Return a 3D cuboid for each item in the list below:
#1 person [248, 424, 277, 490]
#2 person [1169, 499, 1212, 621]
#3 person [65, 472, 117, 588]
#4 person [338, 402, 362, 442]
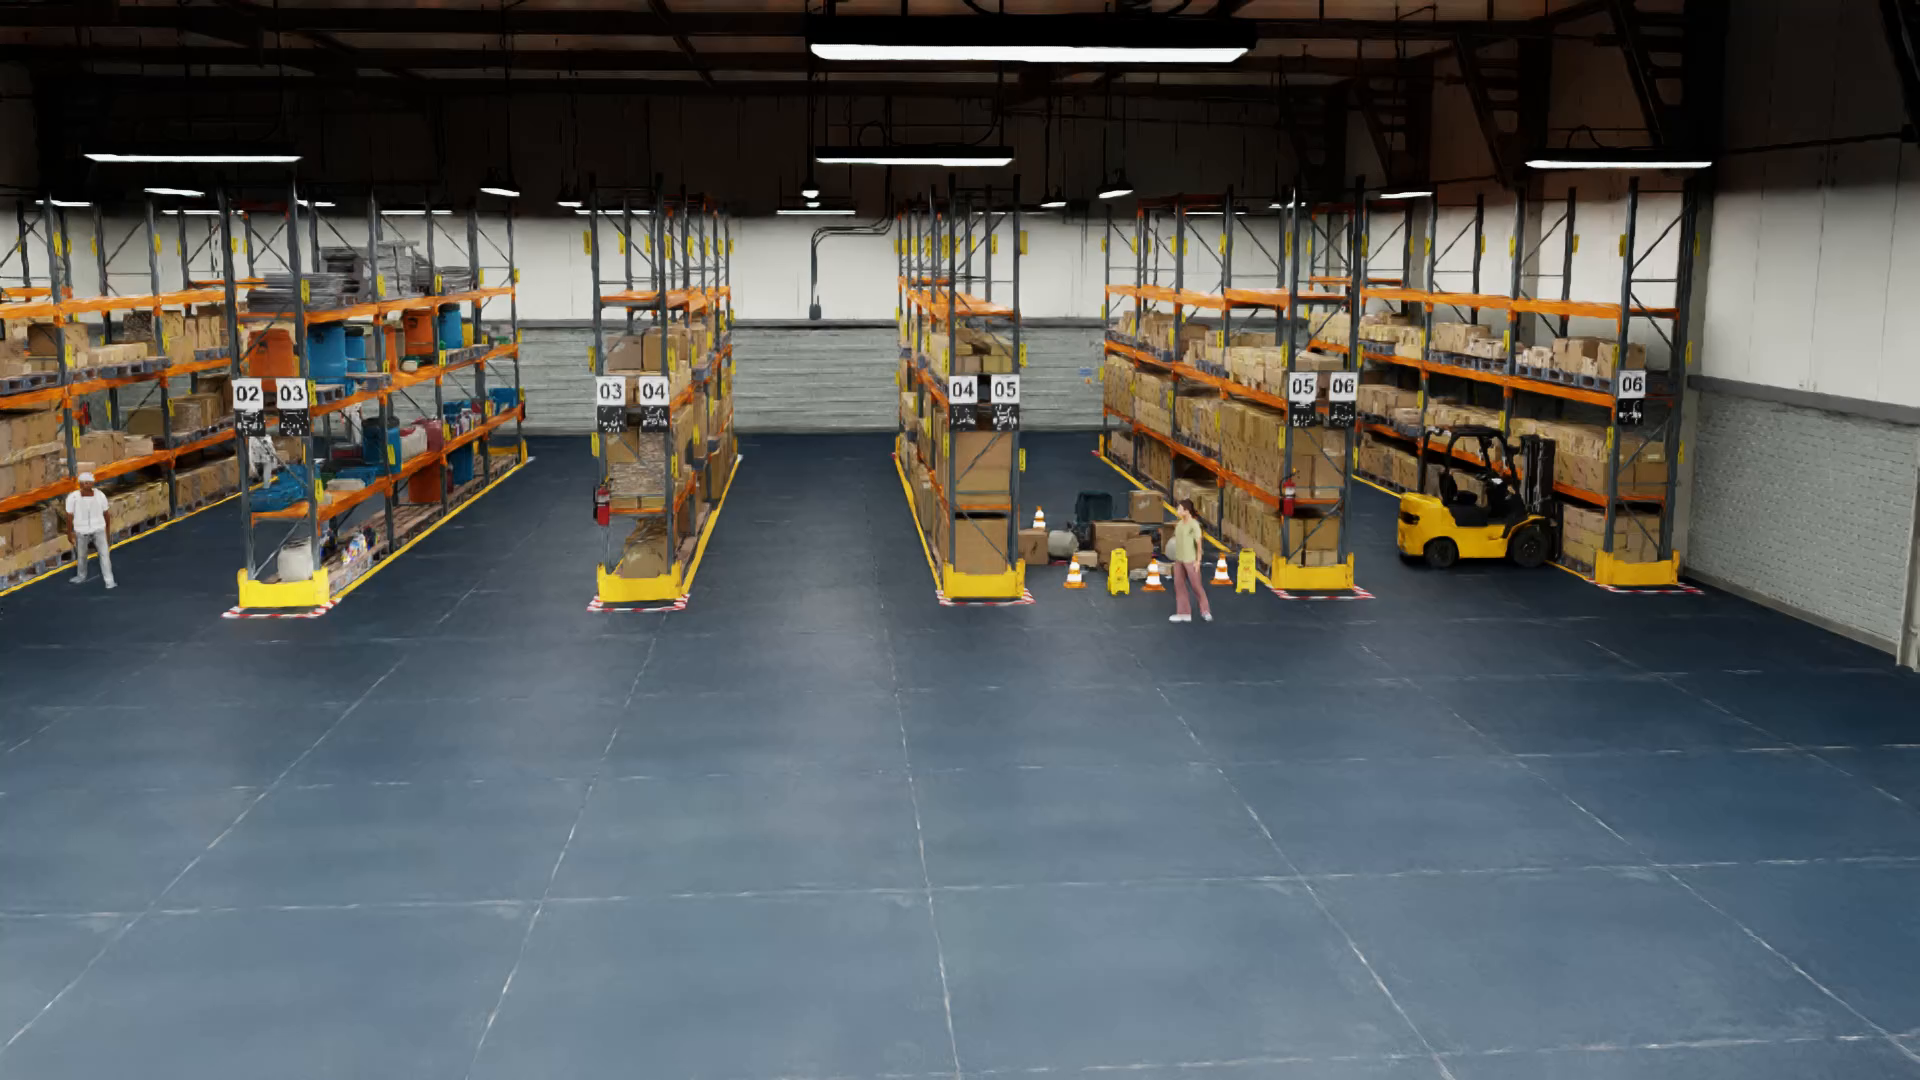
[{"bbox_3d":[-13.777,-1.559,32.802,0.495,1.576,1.086,0,10,-2],"label":"person"},{"bbox_3d":[3.136,0.268,22.455,0.537,1.664,0.564,-6,12,-31],"label":"person"},{"bbox_3d":[-12.888,-0.153,24.589,0.596,1.739,0.939,-6,12,-30],"label":"person"},{"bbox_3d":[-14.847,-2.967,40.509,0.535,1.703,1.036,-2,10,-13],"label":"person"}]
